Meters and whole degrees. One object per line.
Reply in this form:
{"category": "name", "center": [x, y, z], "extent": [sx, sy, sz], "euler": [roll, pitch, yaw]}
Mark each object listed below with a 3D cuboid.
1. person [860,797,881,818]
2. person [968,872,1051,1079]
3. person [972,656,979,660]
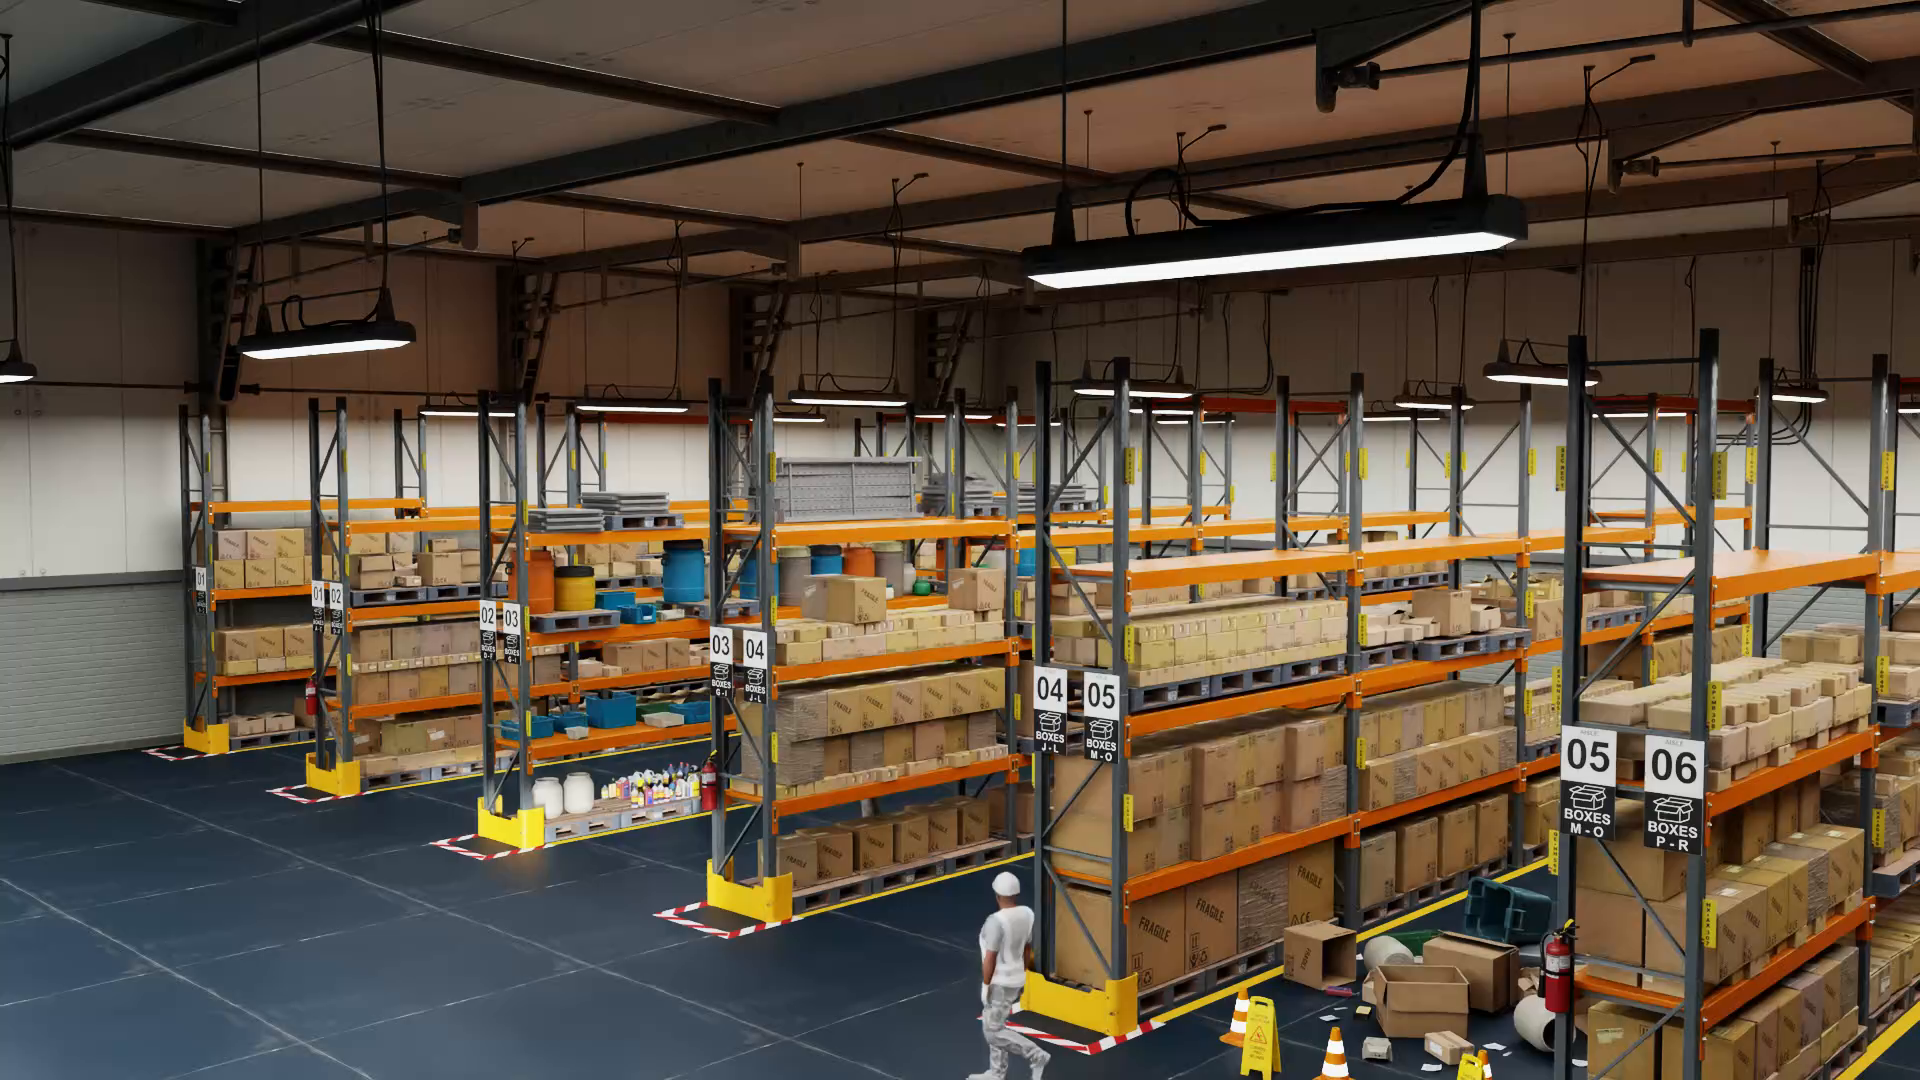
{"category": "person", "center": [-1.242, 3.183, 22.455], "extent": [0.341, 1.608, 0.478], "euler": [1, 3, 26]}
{"category": "person", "center": [0.397, 3.558, 13.398], "extent": [0.666, 1.778, 0.507], "euler": [0, 3, 0]}
{"category": "person", "center": [0.296, 2.323, 38.552], "extent": [0.436, 1.566, 0.961], "euler": [1, 3, 25]}
